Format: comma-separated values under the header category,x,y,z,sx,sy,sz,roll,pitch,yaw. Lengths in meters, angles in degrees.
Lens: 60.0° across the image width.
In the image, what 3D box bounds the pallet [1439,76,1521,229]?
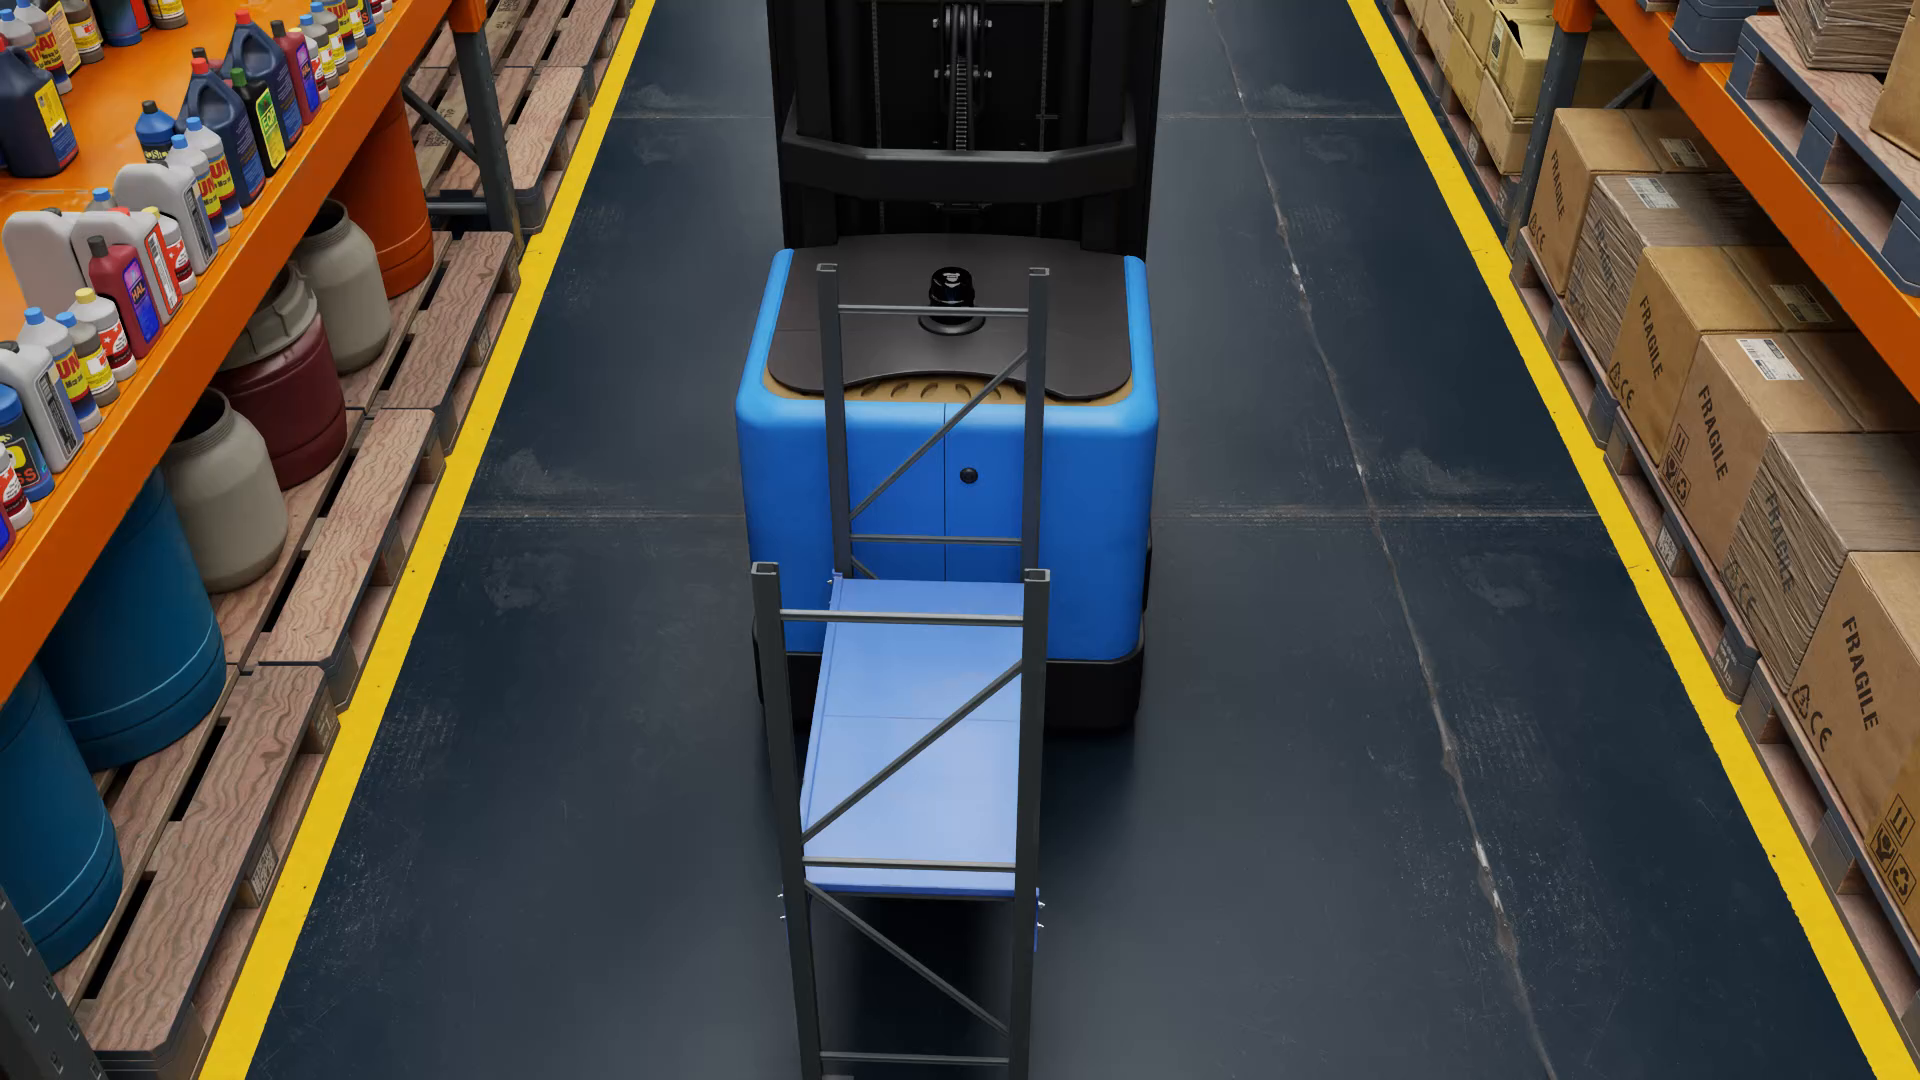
category,x,y,z,sx,sy,sz,roll,pitch,yaw
pallet,2.735,-1.738,7.250,1.003,0.211,1.213,0,39,0

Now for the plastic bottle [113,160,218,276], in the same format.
category,x,y,z,sx,sy,sz,roll,pitch,yaw
plastic bottle,-1.873,-0.774,3.916,0.152,0.276,0.135,0,39,0

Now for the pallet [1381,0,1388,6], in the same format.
category,x,y,z,sx,sy,sz,roll,pitch,yaw
pallet,2.732,-3.264,9.154,1.003,0.211,1.213,0,39,0

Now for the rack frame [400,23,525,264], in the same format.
category,x,y,z,sx,sy,sz,roll,pitch,yaw
rack frame,-2.256,-2.310,5.734,1.000,3.000,0.127,0,39,0

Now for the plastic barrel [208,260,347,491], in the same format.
category,x,y,z,sx,sy,sz,roll,pitch,yaw
plastic barrel,-2.237,-0.521,5.094,0.600,0.588,0.708,0,39,0

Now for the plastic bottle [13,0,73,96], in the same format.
category,x,y,z,sx,sy,sz,roll,pitch,yaw
plastic bottle,-2.605,-1.399,4.700,0.097,0.271,0.097,0,39,0

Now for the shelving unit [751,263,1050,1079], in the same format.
category,x,y,z,sx,sy,sz,roll,pitch,yaw
shelving unit,-0.079,0.320,3.651,0.538,1.500,1.048,1,39,2

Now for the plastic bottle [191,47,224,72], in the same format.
category,x,y,z,sx,sy,sz,roll,pitch,yaw
plastic bottle,-1.972,-1.181,4.419,0.061,0.283,0.133,0,39,0

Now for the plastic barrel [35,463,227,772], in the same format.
category,x,y,z,sx,sy,sz,roll,pitch,yaw
plastic barrel,-2.236,0.063,4.115,0.600,0.901,0.708,0,39,0

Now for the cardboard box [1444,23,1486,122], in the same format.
category,x,y,z,sx,sy,sz,roll,pitch,yaw
cardboard box,2.448,-2.053,7.277,0.500,0.250,0.500,0,39,-1

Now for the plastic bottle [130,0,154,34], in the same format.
category,x,y,z,sx,sy,sz,roll,pitch,yaw
plastic bottle,-2.579,-1.701,5.074,0.152,0.276,0.135,0,39,0

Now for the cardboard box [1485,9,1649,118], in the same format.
category,x,y,z,sx,sy,sz,roll,pitch,yaw
cardboard box,2.450,-1.948,6.697,0.500,0.311,0.500,1,39,1

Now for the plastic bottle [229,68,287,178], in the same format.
category,x,y,z,sx,sy,sz,roll,pitch,yaw
plastic bottle,-1.828,-1.098,4.315,0.061,0.283,0.133,0,39,0

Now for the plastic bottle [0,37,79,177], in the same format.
category,x,y,z,sx,sy,sz,roll,pitch,yaw
plastic bottle,-2.429,-1.137,4.310,0.144,0.351,0.185,0,39,0

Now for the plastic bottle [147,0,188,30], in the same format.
category,x,y,z,sx,sy,sz,roll,pitch,yaw
plastic bottle,-2.454,-1.684,5.112,0.097,0.201,0.097,0,39,0

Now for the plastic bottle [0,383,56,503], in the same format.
category,x,y,z,sx,sy,sz,roll,pitch,yaw
plastic bottle,-1.844,-0.204,3.209,0.097,0.271,0.097,0,39,0

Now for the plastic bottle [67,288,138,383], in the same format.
category,x,y,z,sx,sy,sz,roll,pitch,yaw
plastic bottle,-1.845,-0.444,3.564,0.097,0.201,0.097,0,39,0

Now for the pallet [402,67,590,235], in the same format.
category,x,y,z,sx,sy,sz,roll,pitch,yaw
pallet,-2.218,-1.706,7.210,1.003,0.211,1.213,0,39,0

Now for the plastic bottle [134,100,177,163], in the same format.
category,x,y,z,sx,sy,sz,roll,pitch,yaw
plastic bottle,-1.990,-0.966,4.160,0.097,0.271,0.097,0,39,0

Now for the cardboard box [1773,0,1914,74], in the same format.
category,x,y,z,sx,sy,sz,roll,pitch,yaw
cardboard box,2.621,-1.548,4.368,0.700,0.500,0.500,7,39,8

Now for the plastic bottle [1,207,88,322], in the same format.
category,x,y,z,sx,sy,sz,roll,pitch,yaw
plastic bottle,-2.025,-0.629,3.735,0.152,0.276,0.135,0,39,0

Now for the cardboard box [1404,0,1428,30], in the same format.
category,x,y,z,sx,sy,sz,roll,pitch,yaw
cardboard box,2.447,-2.689,8.070,0.500,0.250,0.500,1,39,1

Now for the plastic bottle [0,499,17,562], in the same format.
category,x,y,z,sx,sy,sz,roll,pitch,yaw
plastic bottle,-1.826,-0.076,3.040,0.061,0.283,0.133,0,39,0

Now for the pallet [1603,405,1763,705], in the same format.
category,x,y,z,sx,sy,sz,roll,pitch,yaw
pallet,2.659,0.005,5.075,1.003,0.211,1.213,0,39,0

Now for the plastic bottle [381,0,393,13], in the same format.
category,x,y,z,sx,sy,sz,roll,pitch,yaw
plastic bottle,-1.847,-1.763,5.211,0.097,0.201,0.097,0,39,0

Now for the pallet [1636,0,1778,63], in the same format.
category,x,y,z,sx,sy,sz,roll,pitch,yaw
pallet,2.768,-1.813,5.267,1.213,0.211,1.003,0,39,0

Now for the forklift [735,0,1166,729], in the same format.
category,x,y,z,sx,sy,sz,roll,pitch,yaw
forklift,0.026,-1.534,4.821,1.130,2.935,3.031,1,39,2

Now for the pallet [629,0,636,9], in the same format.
category,x,y,z,sx,sy,sz,roll,pitch,yaw
pallet,-2.221,-3.232,9.115,1.003,0.211,1.213,0,39,0

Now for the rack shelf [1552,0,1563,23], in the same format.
category,x,y,z,sx,sy,sz,roll,pitch,yaw
rack shelf,2.695,-3.281,7.521,1.077,0.370,4.000,0,39,0

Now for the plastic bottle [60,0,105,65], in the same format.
category,x,y,z,sx,sy,sz,roll,pitch,yaw
plastic bottle,-2.606,-1.516,4.902,0.097,0.201,0.097,0,39,0

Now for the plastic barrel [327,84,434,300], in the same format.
category,x,y,z,sx,sy,sz,roll,pitch,yaw
plastic barrel,-2.239,-1.321,5.900,0.600,0.830,0.708,0,39,0

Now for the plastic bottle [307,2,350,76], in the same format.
category,x,y,z,sx,sy,sz,roll,pitch,yaw
plastic bottle,-1.847,-1.459,4.831,0.097,0.201,0.097,0,39,0

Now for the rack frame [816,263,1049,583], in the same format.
category,x,y,z,sx,sy,sz,roll,pitch,yaw
rack frame,-0.058,0.003,4.047,0.500,1.500,0.032,1,39,2

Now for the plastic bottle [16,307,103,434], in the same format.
category,x,y,z,sx,sy,sz,roll,pitch,yaw
plastic bottle,-1.845,-0.350,3.390,0.097,0.271,0.097,0,39,0

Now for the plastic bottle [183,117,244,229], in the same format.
category,x,y,z,sx,sy,sz,roll,pitch,yaw
plastic bottle,-1.846,-0.906,4.084,0.097,0.271,0.097,0,39,0

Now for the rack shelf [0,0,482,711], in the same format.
category,x,y,z,sx,sy,sz,roll,pitch,yaw
rack shelf,-2.254,-0.779,4.398,1.077,0.370,4.000,0,39,0

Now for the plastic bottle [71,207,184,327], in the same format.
category,x,y,z,sx,sy,sz,roll,pitch,yaw
plastic bottle,-1.872,-0.629,3.735,0.152,0.276,0.135,0,39,0

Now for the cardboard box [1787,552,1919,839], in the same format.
category,x,y,z,sx,sy,sz,roll,pitch,yaw
cardboard box,2.422,0.376,4.029,0.500,0.500,0.500,0,39,0

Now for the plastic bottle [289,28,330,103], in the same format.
category,x,y,z,sx,sy,sz,roll,pitch,yaw
plastic bottle,-1.846,-1.337,4.679,0.097,0.201,0.097,0,39,0

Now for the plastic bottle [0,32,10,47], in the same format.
category,x,y,z,sx,sy,sz,roll,pitch,yaw
plastic bottle,-2.623,-1.271,4.531,0.061,0.283,0.133,0,39,0

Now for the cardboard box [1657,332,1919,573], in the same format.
category,x,y,z,sx,sy,sz,roll,pitch,yaw
cardboard box,2.419,-0.255,4.817,0.500,0.500,0.500,-1,39,-2

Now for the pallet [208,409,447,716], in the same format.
category,x,y,z,sx,sy,sz,roll,pitch,yaw
pallet,-2.215,0.032,5.041,1.003,0.211,1.213,0,39,0

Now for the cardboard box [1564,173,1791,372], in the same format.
category,x,y,z,sx,sy,sz,roll,pitch,yaw
cardboard box,2.418,-0.895,5.616,0.500,0.500,0.500,-1,39,-2

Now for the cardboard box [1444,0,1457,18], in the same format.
category,x,y,z,sx,sy,sz,roll,pitch,yaw
cardboard box,2.445,-2.589,7.497,0.500,0.311,0.500,0,39,0

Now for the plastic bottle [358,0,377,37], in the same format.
category,x,y,z,sx,sy,sz,roll,pitch,yaw
plastic bottle,-1.847,-1.669,5.037,0.097,0.271,0.097,0,39,0
